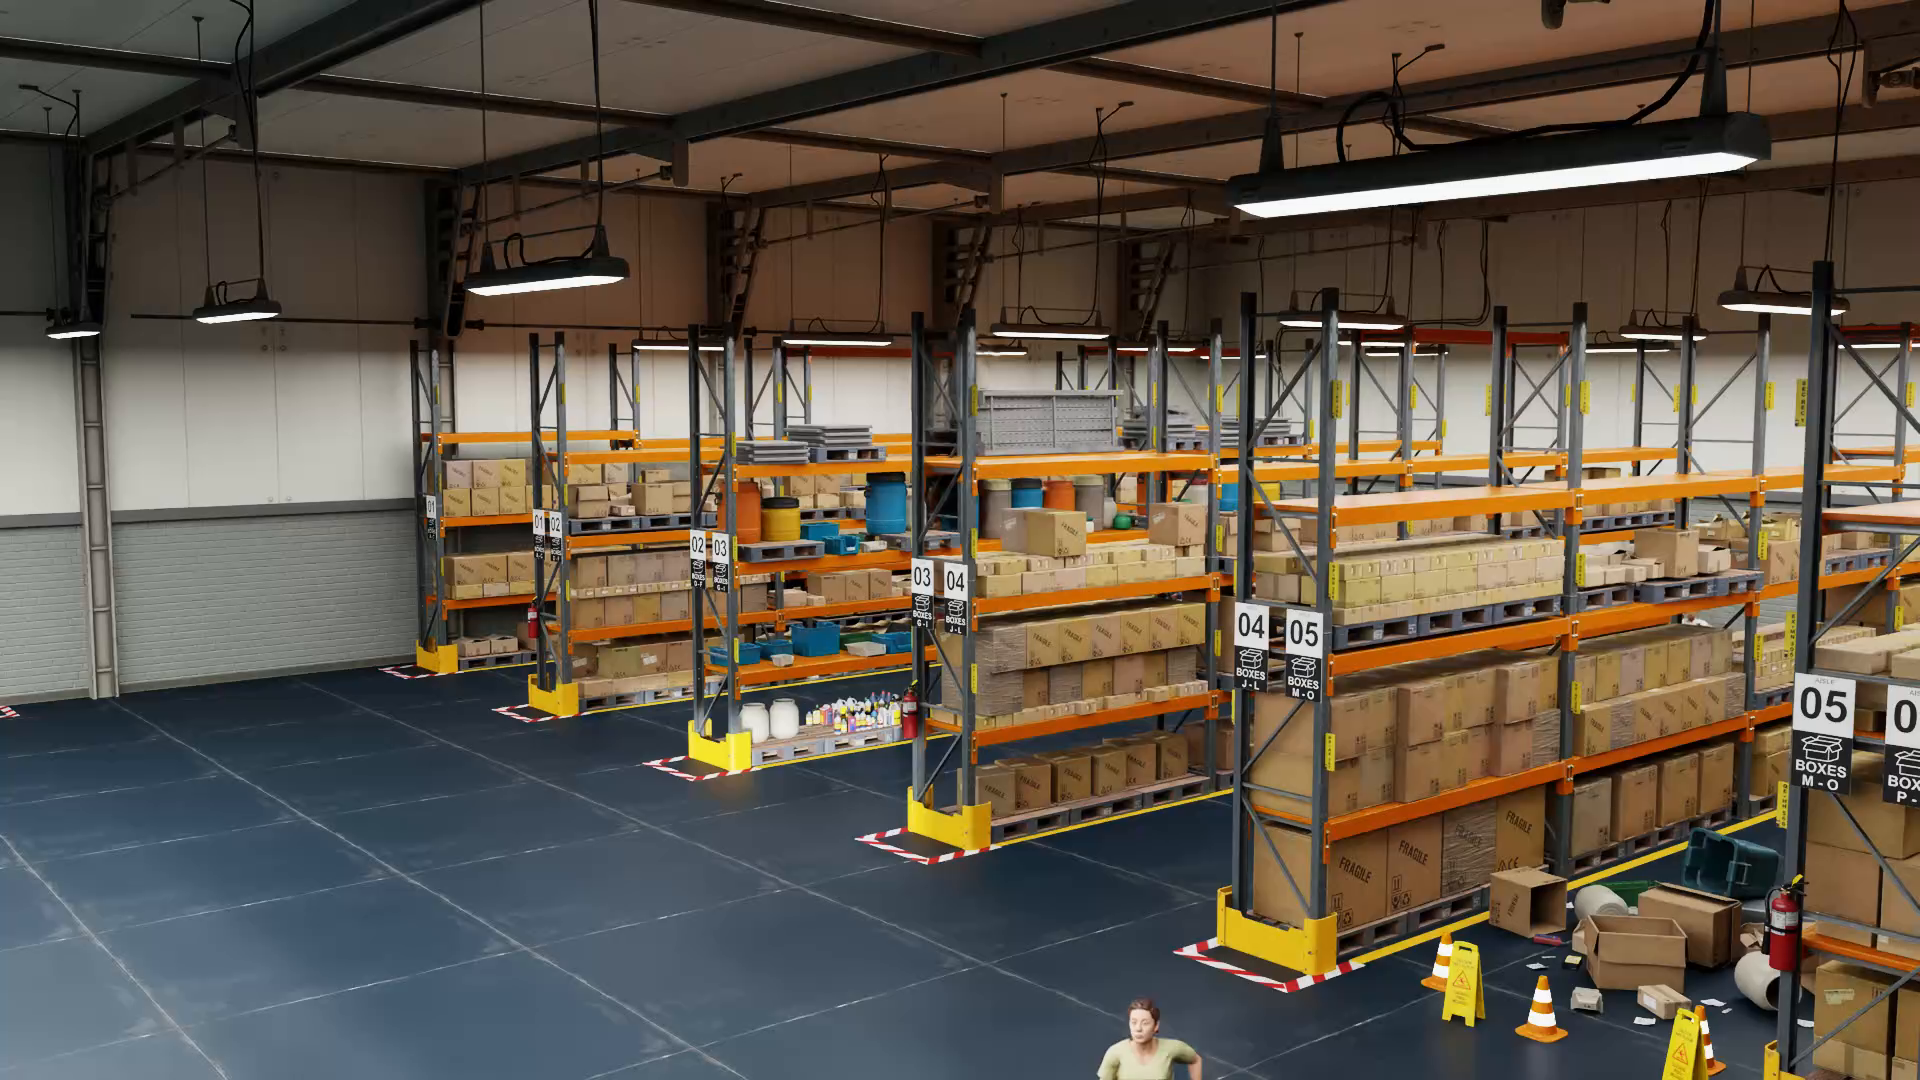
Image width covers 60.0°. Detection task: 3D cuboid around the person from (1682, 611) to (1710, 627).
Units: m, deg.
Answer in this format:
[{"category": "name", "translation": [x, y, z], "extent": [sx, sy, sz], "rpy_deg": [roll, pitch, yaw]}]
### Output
[{"category": "person", "translation": [11.749, 1.836, 26.734], "extent": [0.616, 1.699, 0.933], "rpy_deg": [5, 7, 43]}]

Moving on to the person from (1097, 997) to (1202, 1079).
[{"category": "person", "translation": [1.087, 3.453, 9.610], "extent": [0.584, 1.712, 0.878], "rpy_deg": [1, 5, 14]}]
